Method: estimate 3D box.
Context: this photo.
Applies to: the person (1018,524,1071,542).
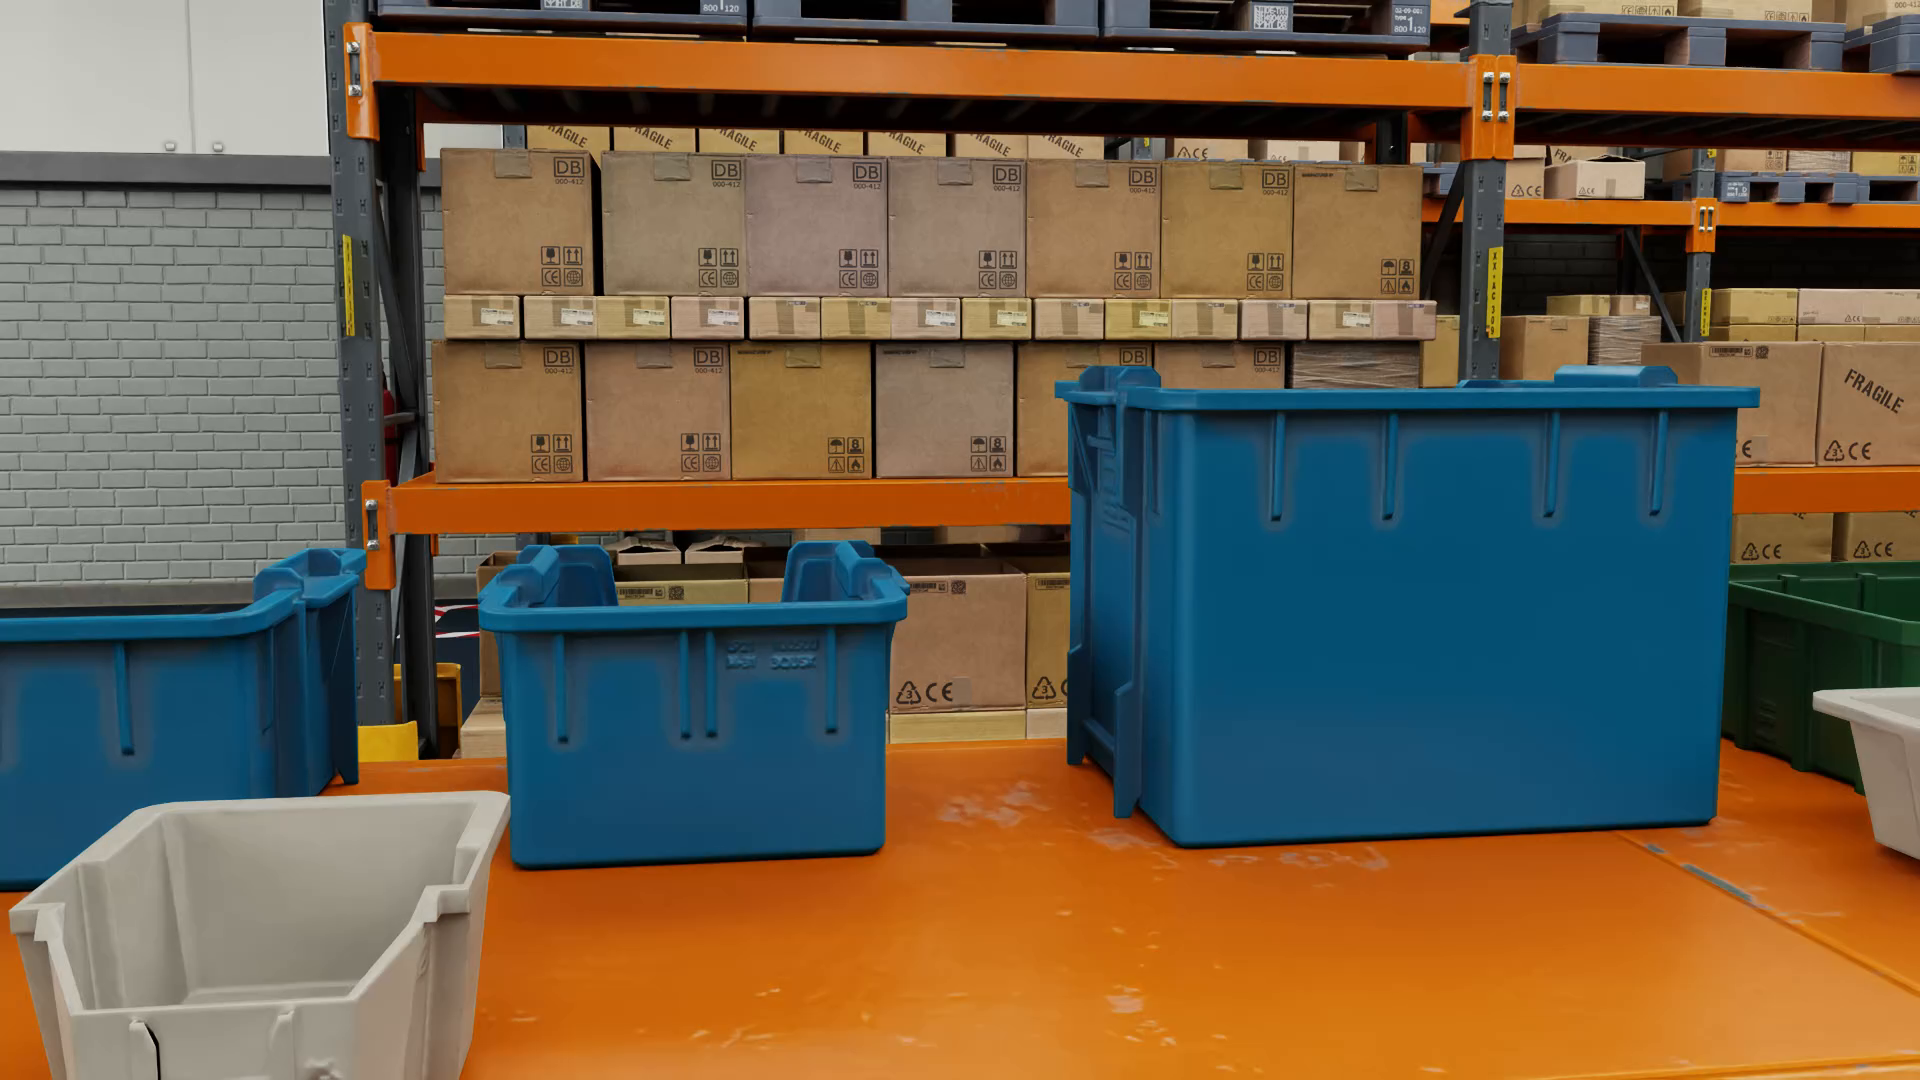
[{"bbox_3d":[0.513,-0.052,8.163,0.732,1.771,0.586,2,7,14],"label":"person"}]
